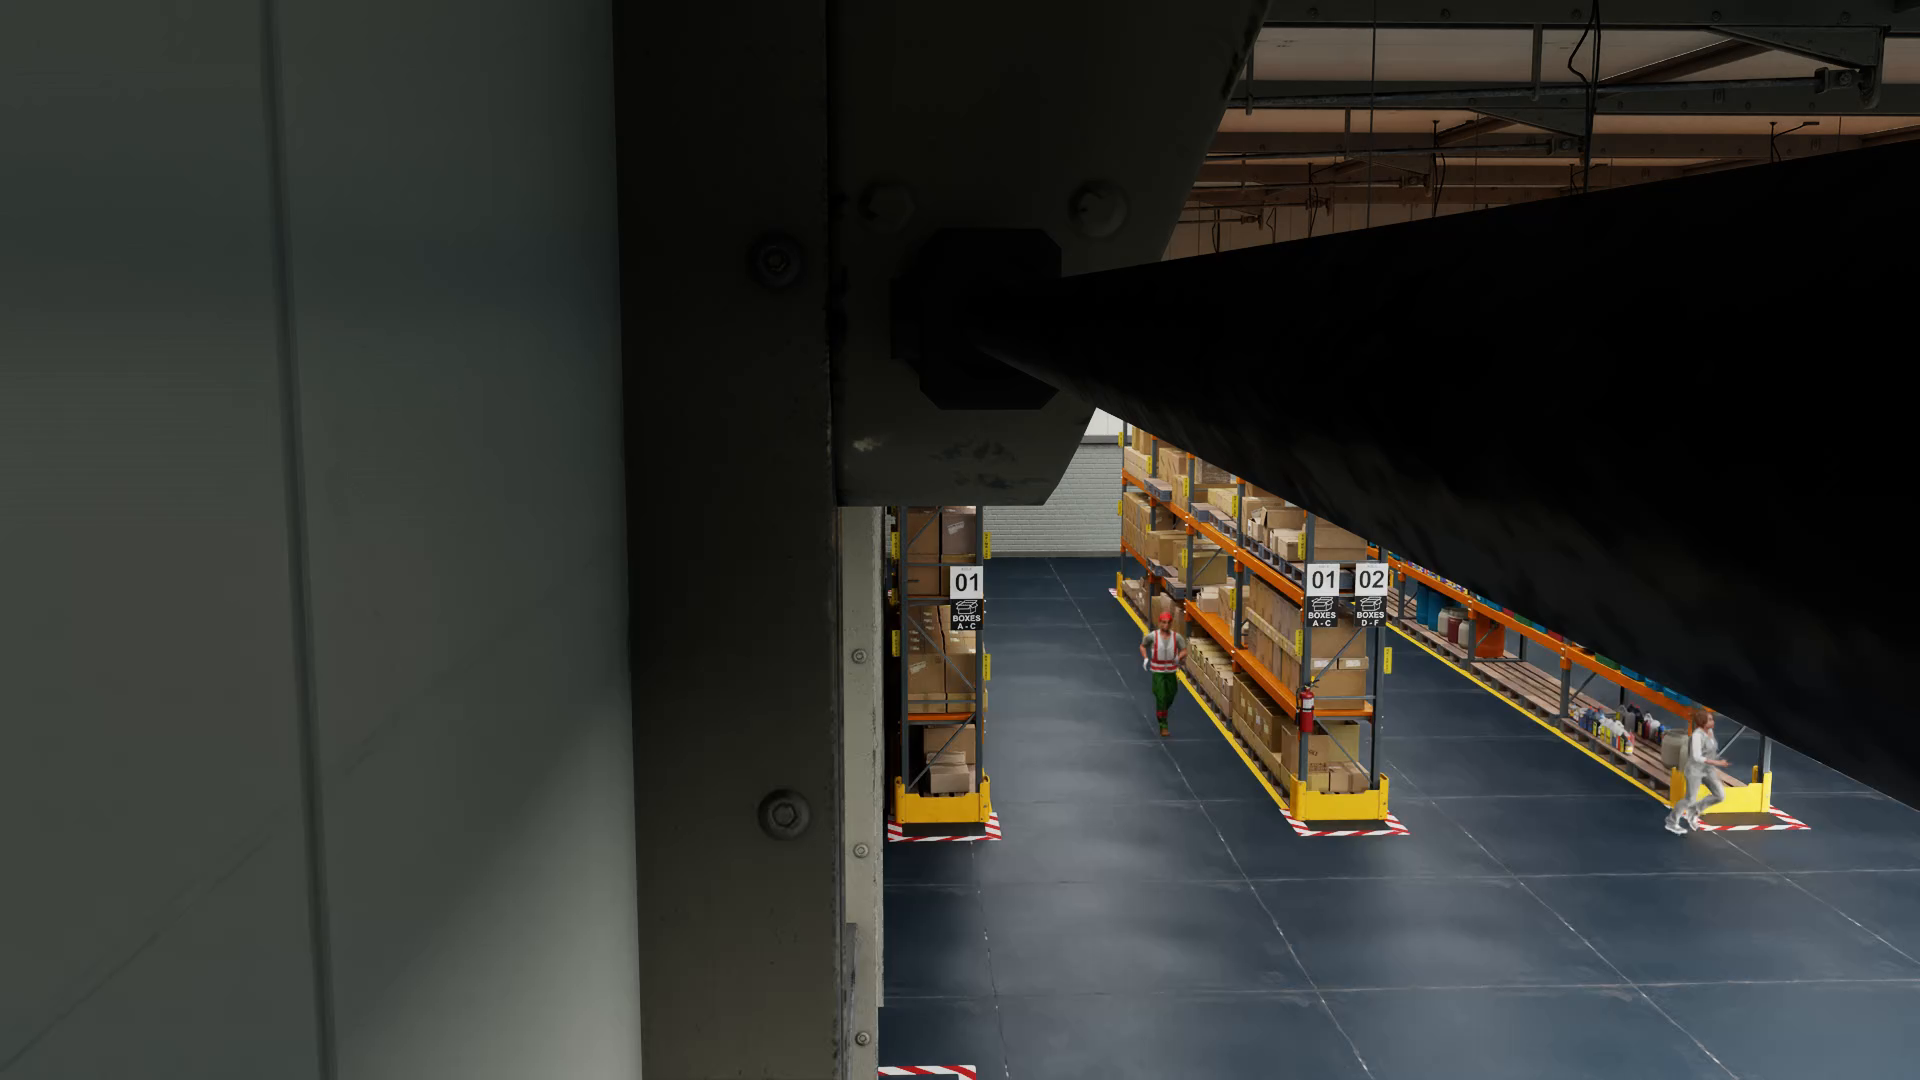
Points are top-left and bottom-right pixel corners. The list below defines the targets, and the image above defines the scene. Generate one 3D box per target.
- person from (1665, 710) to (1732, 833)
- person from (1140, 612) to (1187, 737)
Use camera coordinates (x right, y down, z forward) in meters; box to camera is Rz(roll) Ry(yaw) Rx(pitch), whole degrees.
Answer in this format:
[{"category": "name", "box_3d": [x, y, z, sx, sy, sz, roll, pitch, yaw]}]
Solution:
[{"category": "person", "box_3d": [8.845, 2.773, 19.827, 0.560, 1.549, 0.741, -6, 10, -39]}, {"category": "person", "box_3d": [2.987, 1.928, 24.298, 0.673, 1.778, 0.872, -1, 8, -6]}]
